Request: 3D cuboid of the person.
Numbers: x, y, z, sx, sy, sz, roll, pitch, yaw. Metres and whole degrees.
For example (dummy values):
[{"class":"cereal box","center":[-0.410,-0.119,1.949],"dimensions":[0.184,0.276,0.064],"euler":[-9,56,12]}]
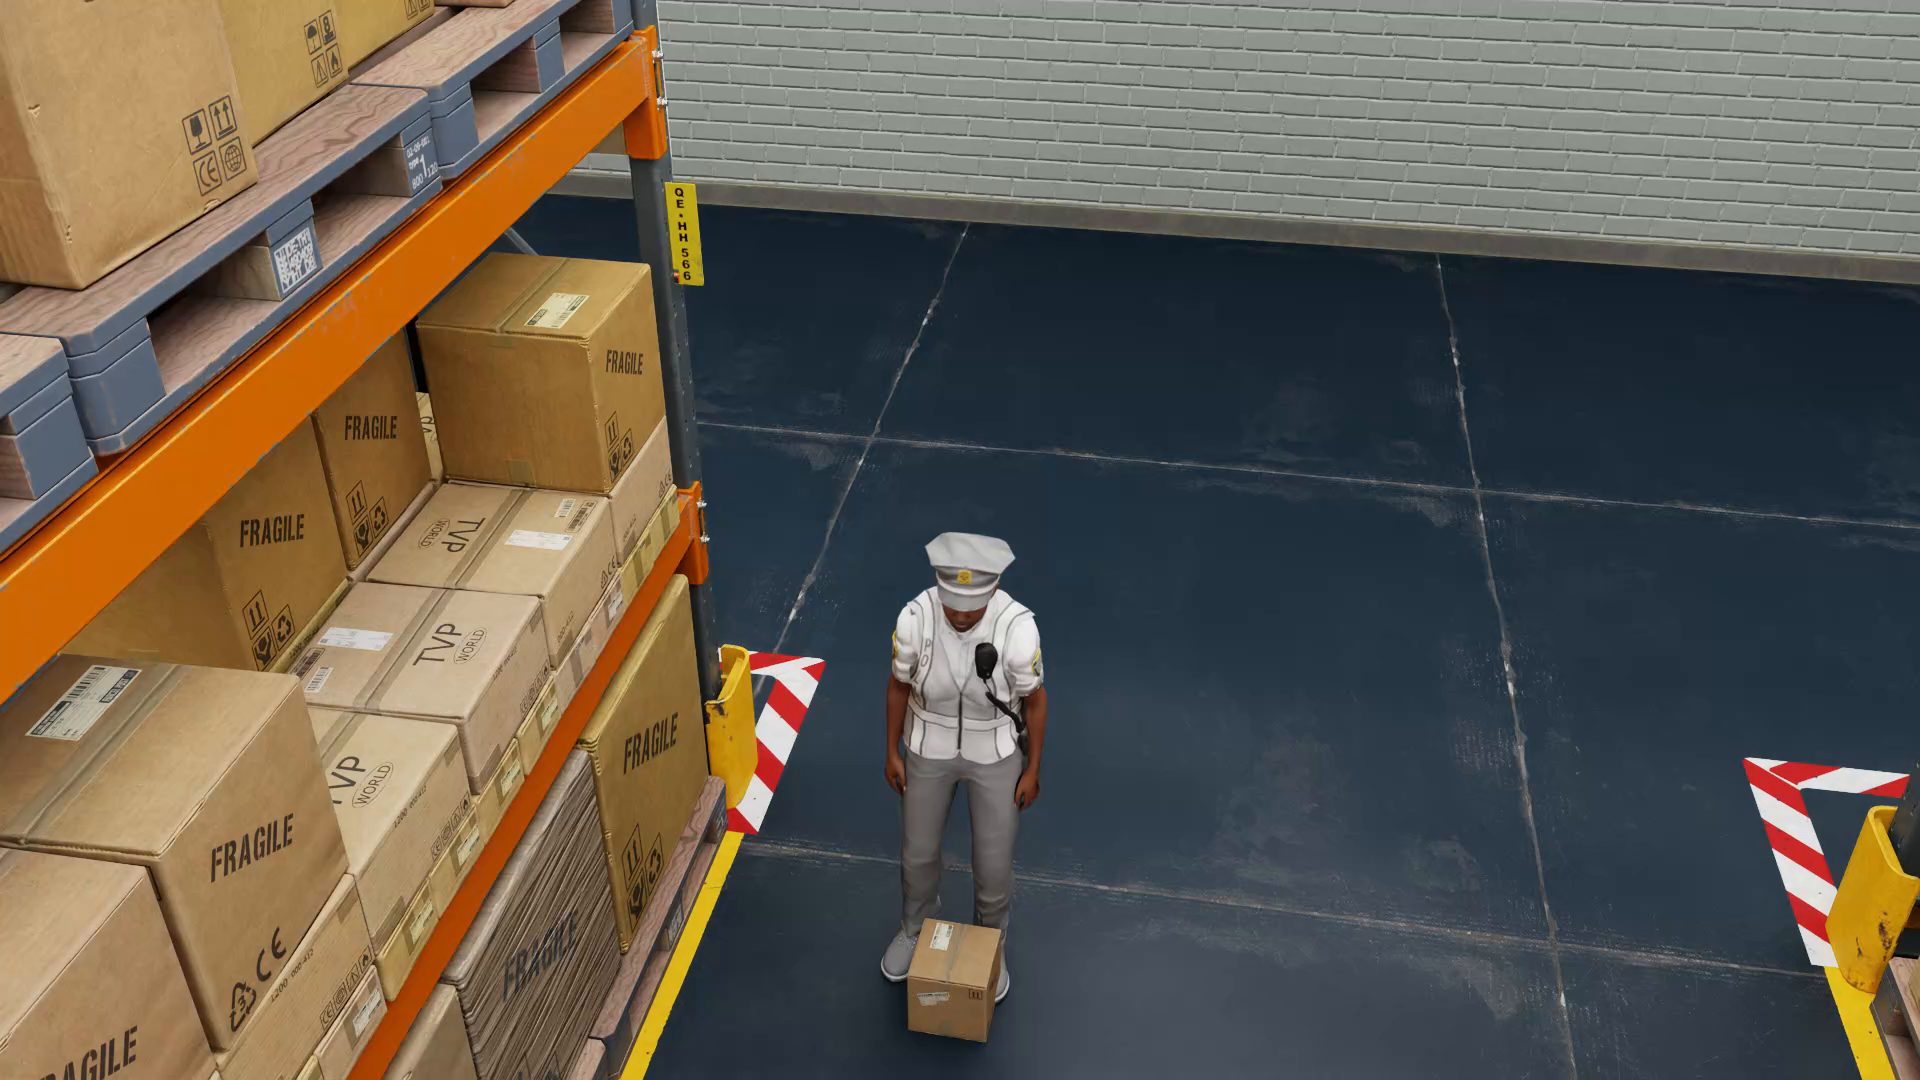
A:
[{"class":"person","center":[0.004,0.680,5.077],"dimensions":[0.503,1.656,0.422],"euler":[5,33,8]}]
